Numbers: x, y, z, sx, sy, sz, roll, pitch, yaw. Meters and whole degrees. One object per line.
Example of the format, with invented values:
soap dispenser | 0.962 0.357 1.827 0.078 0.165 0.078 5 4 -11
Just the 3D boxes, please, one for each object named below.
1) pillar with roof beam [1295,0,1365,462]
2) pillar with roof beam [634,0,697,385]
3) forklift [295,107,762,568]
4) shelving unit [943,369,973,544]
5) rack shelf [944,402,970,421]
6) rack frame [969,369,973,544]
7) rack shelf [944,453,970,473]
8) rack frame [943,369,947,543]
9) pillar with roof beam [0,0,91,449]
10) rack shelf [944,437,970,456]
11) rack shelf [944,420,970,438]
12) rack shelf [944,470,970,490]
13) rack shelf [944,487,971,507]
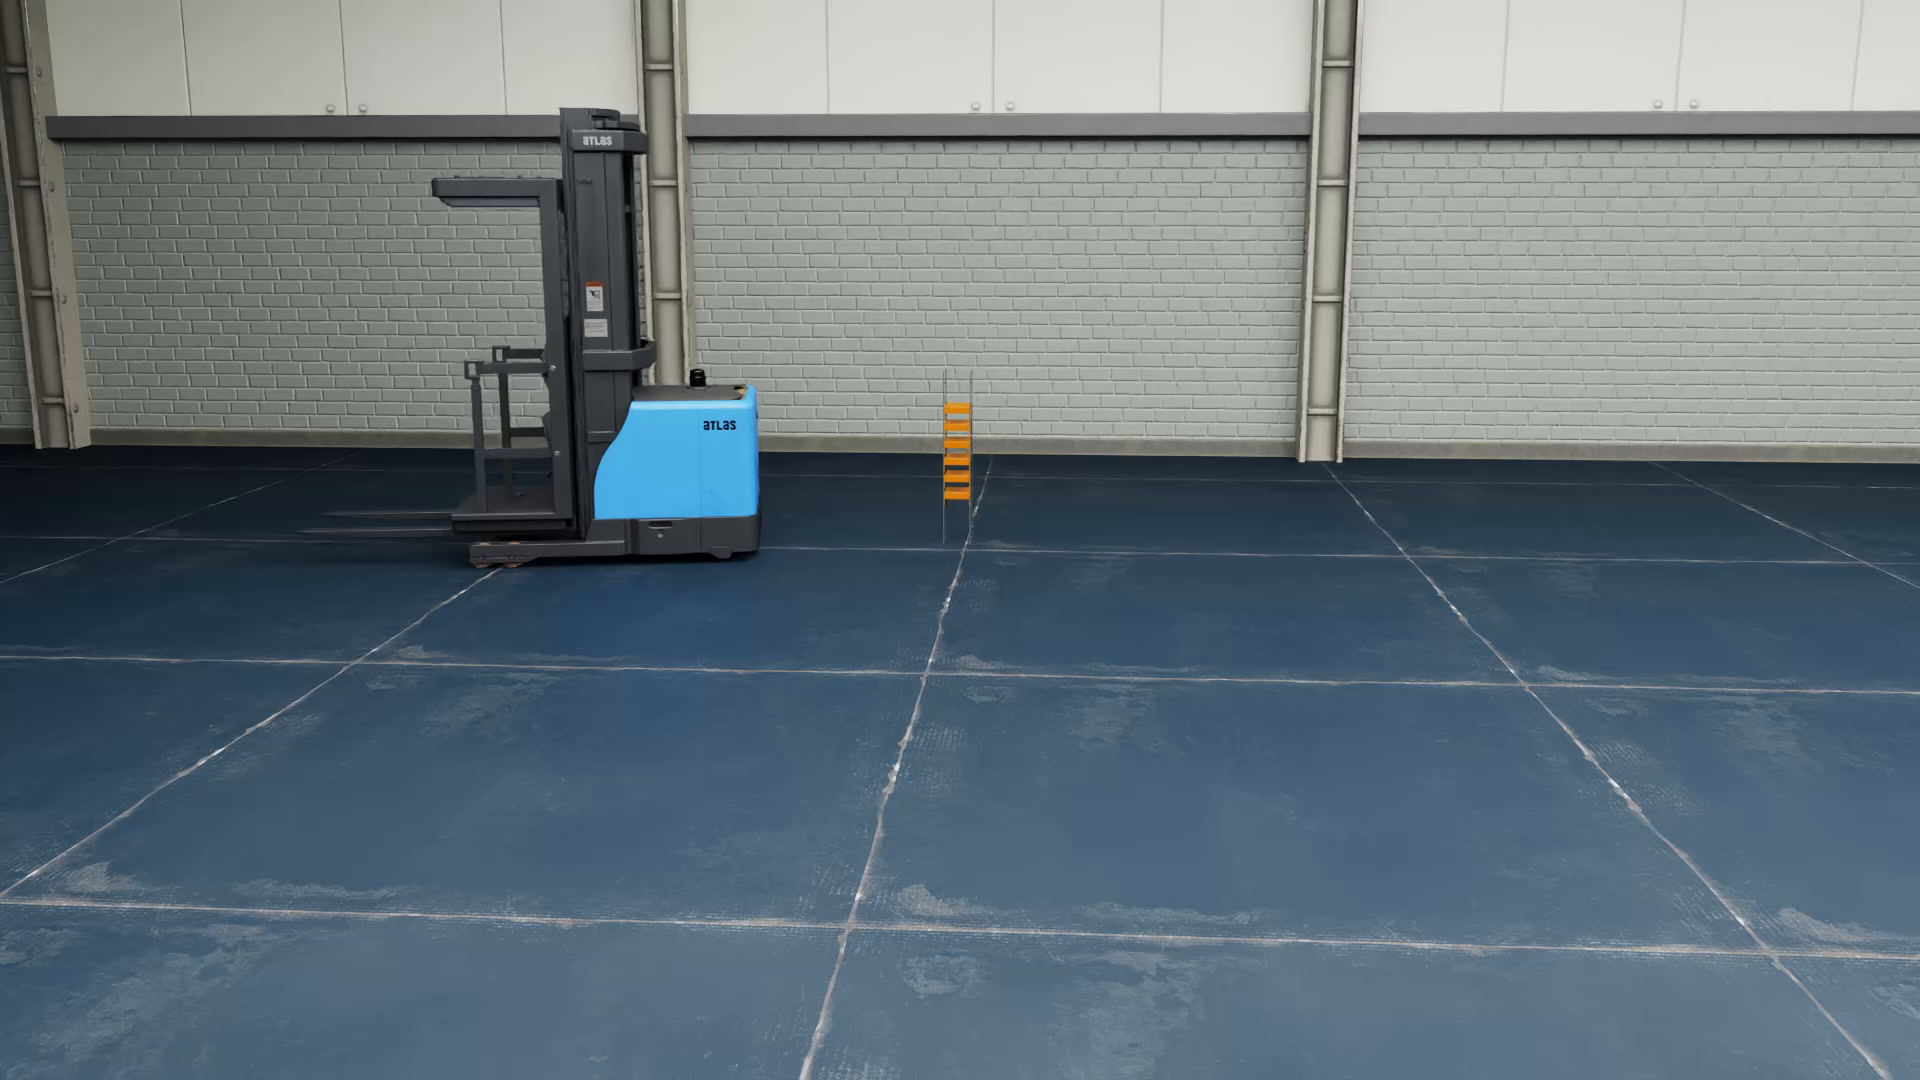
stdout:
pillar with roof beam | 3.013 -4.268 10.191 0.400 9.000 9.100 1 12 4
pillar with roof beam | -2.974 -4.350 10.584 0.400 9.000 9.100 1 12 4
forklift | -2.893 -1.364 11.131 3.031 2.935 1.130 -1 12 -5
shelving unit | -0.014 -0.587 11.646 0.189 1.200 0.258 1 12 4
rack shelf | -0.014 -0.896 11.582 0.180 0.103 0.258 1 12 4
rack frame | 0.077 -0.586 11.640 0.006 1.200 0.240 1 12 4
rack shelf | -0.014 -0.544 11.655 0.180 0.103 0.258 1 12 4
rack frame | -0.106 -0.589 11.652 0.006 1.200 0.240 1 12 4
pillar with roof beam | -8.960 -4.432 10.976 0.400 9.000 9.100 1 12 4
rack shelf | -0.014 -0.661 11.631 0.180 0.103 0.258 1 12 4
rack shelf | -0.014 -0.779 11.606 0.180 0.103 0.258 1 12 4
rack shelf | -0.014 -0.427 11.680 0.180 0.103 0.258 1 12 4
rack shelf | -0.014 -0.309 11.704 0.180 0.103 0.258 1 12 4
